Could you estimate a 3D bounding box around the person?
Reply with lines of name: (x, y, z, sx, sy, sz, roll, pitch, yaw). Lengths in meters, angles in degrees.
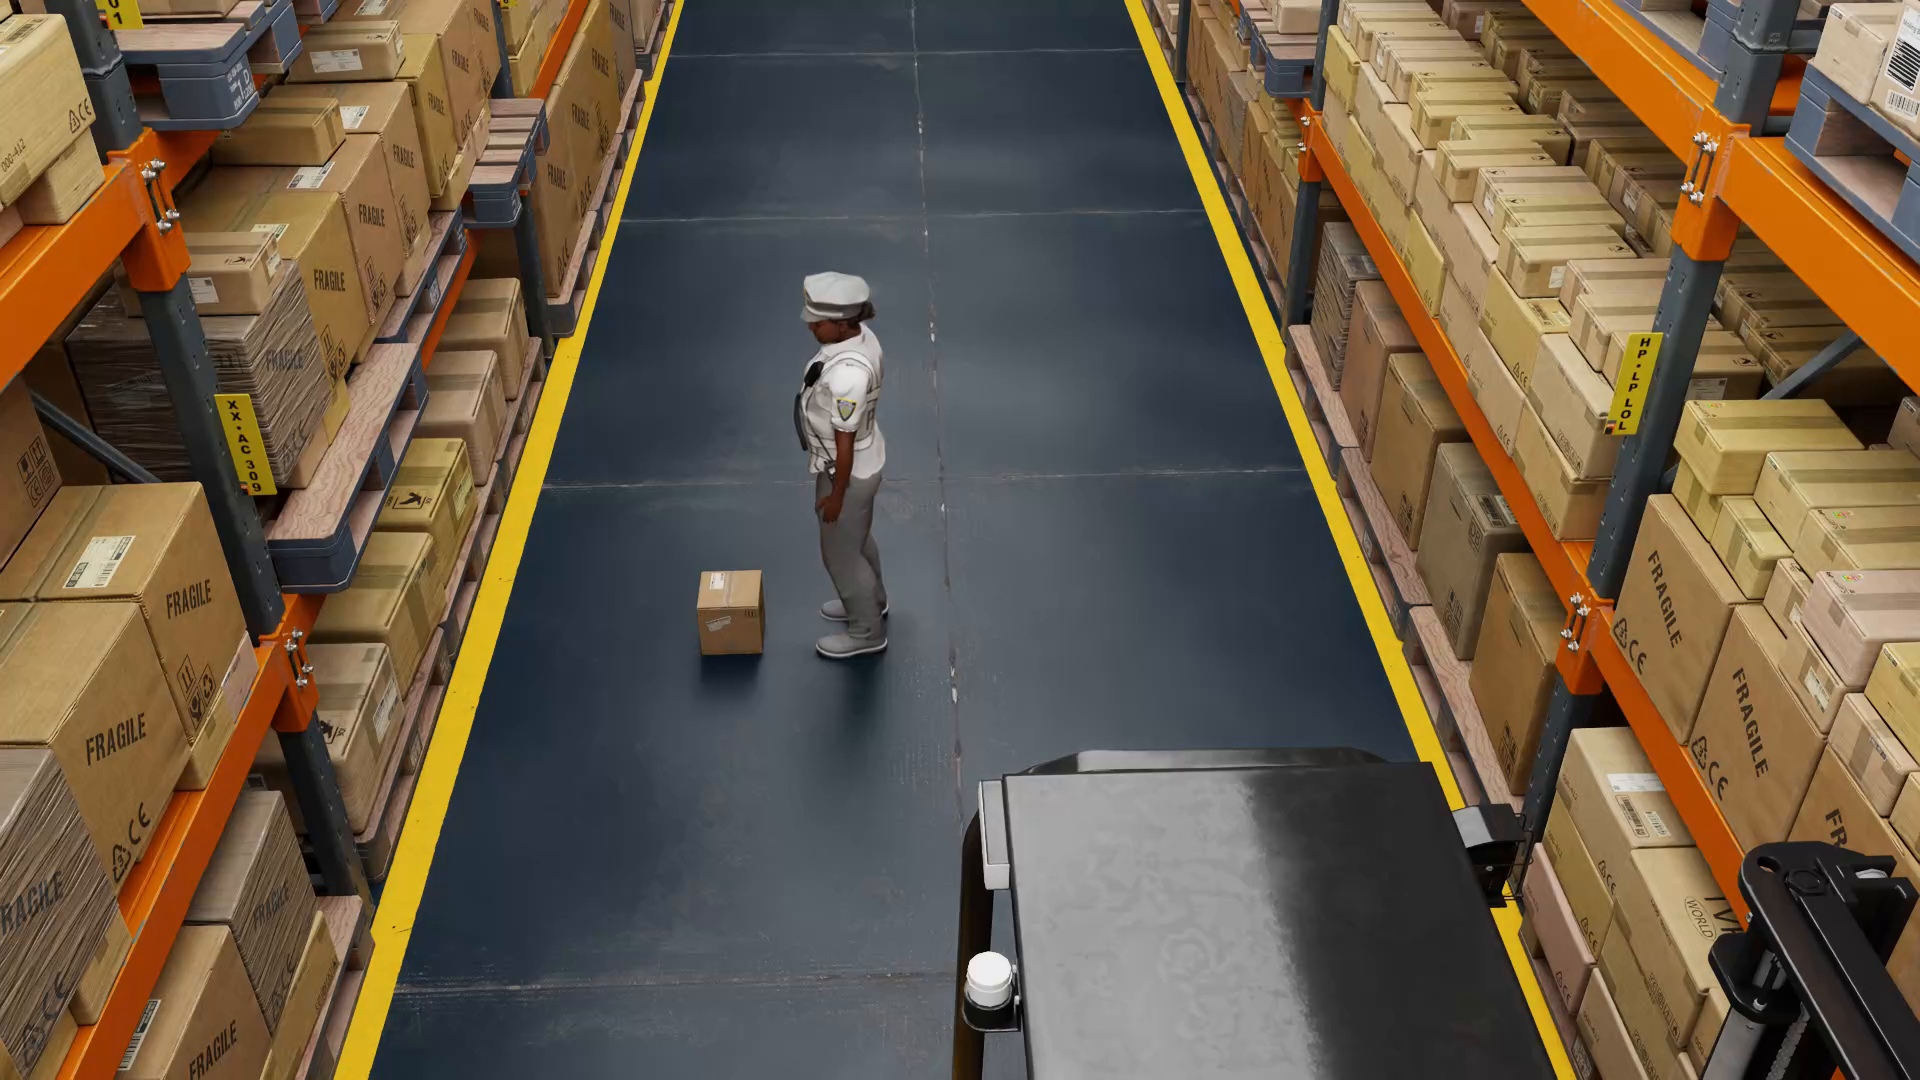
person: (-0.445, -0.545, 6.338, 0.318, 0.984, 0.434, -1, 35, -1)
